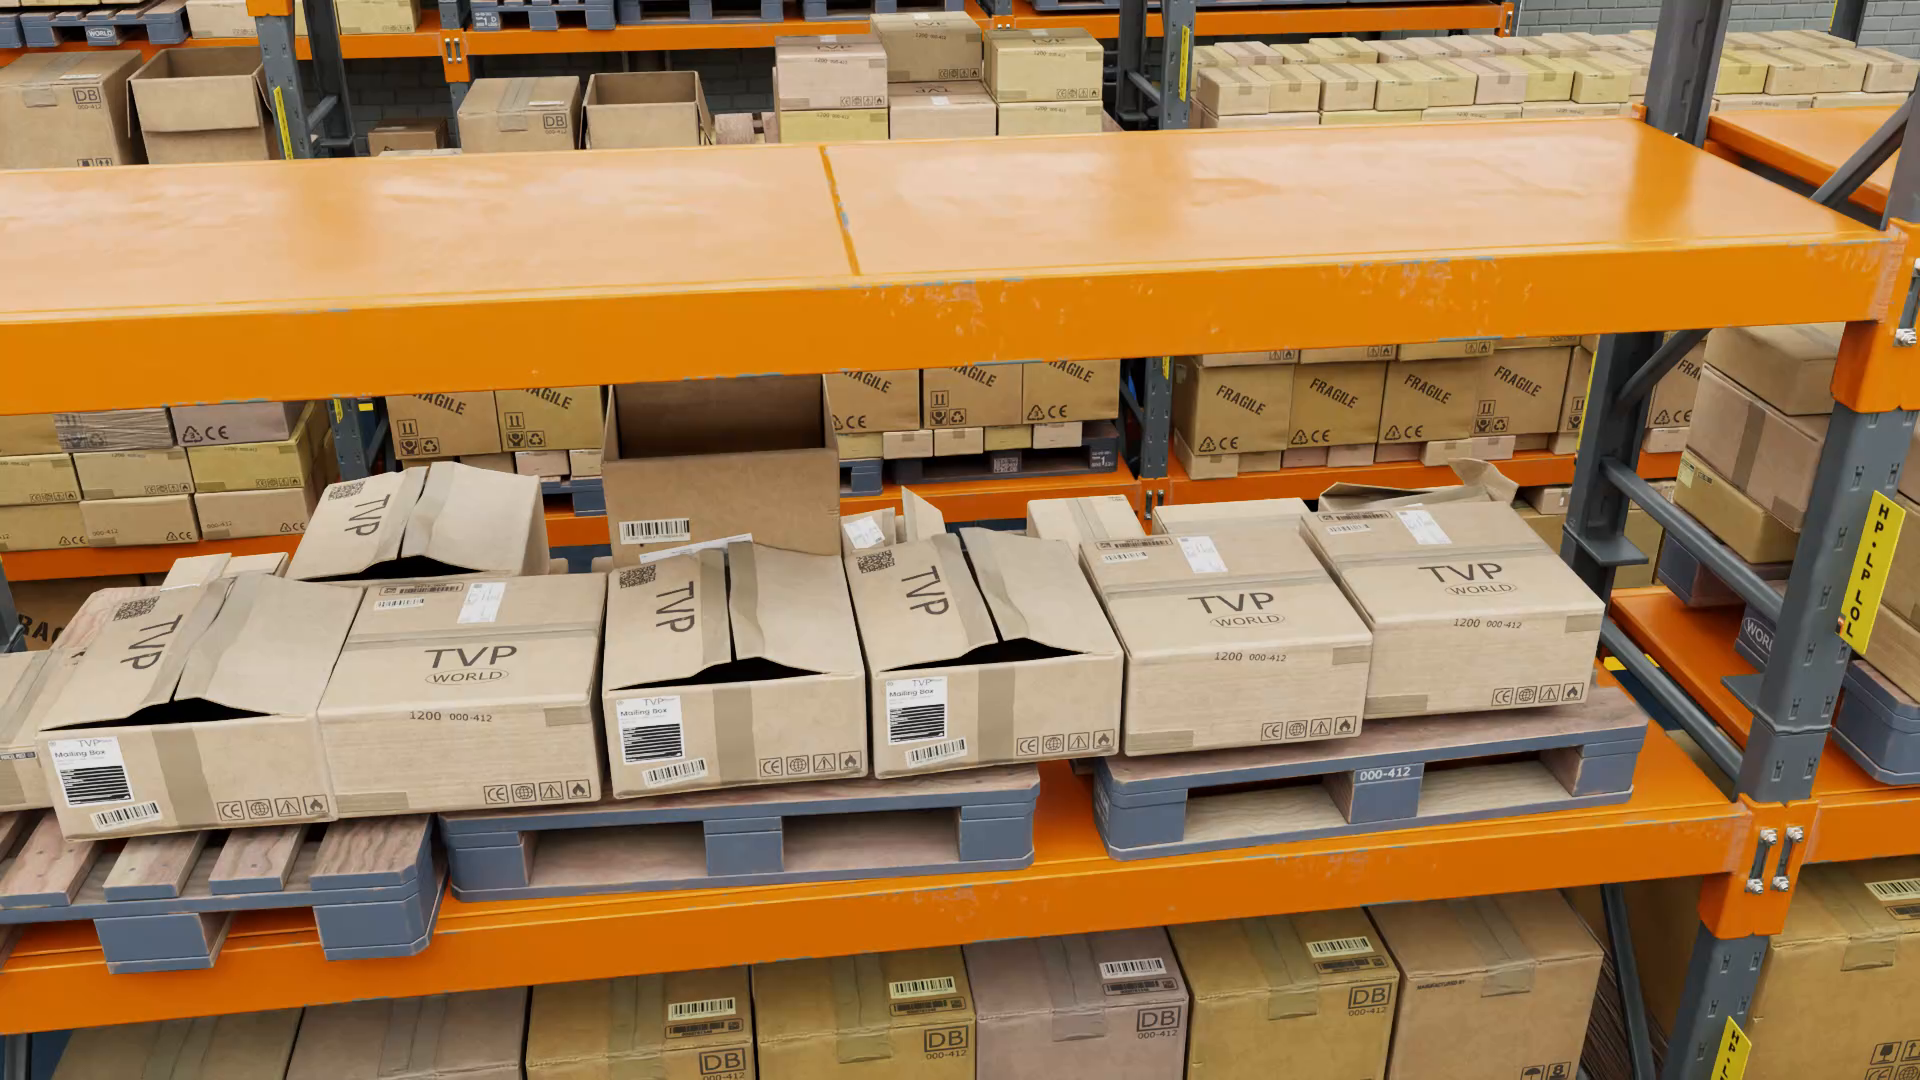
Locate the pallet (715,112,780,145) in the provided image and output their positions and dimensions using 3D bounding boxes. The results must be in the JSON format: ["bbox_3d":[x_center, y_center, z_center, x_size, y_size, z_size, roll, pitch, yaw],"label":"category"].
[{"bbox_3d":[-0.703,-1.898,8.286,1.003,0.211,1.213,-4,27,-7],"label":"pallet"}]

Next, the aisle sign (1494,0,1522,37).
[{"bbox_3d":[4.322,-4.232,13.066,0.004,0.787,0.394,-4,27,-7],"label":"aisle sign"}]

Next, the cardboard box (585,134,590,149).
[{"bbox_3d":[-2.834,-2.960,12.616,0.250,0.149,0.380,-3,27,-6],"label":"cardboard box"}]

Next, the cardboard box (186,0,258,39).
[{"bbox_3d":[-5.174,-3.756,11.865,0.500,0.250,0.500,-4,27,-7],"label":"cardboard box"}]

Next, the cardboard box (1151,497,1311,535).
[{"bbox_3d":[0.678,0.026,4.037,0.380,0.149,0.250,-4,27,-7],"label":"cardboard box"}]

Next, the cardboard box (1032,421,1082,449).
[{"bbox_3d":[0.479,-0.623,8.696,0.250,0.149,0.380,-3,27,-6],"label":"cardboard box"}]

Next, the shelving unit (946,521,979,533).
[{"bbox_3d":[0.014,-0.535,10.680,0.189,1.200,0.258,-4,27,-7],"label":"shelving unit"}]

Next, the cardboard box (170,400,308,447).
[{"bbox_3d":[-3.486,-0.789,8.000,0.500,0.500,0.500,-4,27,-9],"label":"cardboard box"}]

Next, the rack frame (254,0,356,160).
[{"bbox_3d":[-3.011,-3.120,7.176,0.127,3.000,1.000,-4,27,-7],"label":"rack frame"}]

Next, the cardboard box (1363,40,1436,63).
[{"bbox_3d":[2.263,-2.475,8.607,0.250,0.149,0.380,-4,27,-8],"label":"cardboard box"}]

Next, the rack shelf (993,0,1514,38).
[{"bbox_3d":[2.235,-4.091,13.142,4.000,0.370,1.077,-4,27,-7],"label":"rack shelf"}]

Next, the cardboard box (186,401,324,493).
[{"bbox_3d":[-3.455,-0.461,8.182,0.500,0.250,0.500,-4,27,-7],"label":"cardboard box"}]

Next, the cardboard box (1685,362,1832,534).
[{"bbox_3d":[2.192,-0.253,4.143,0.500,0.250,0.500,-4,27,-8],"label":"cardboard box"}]

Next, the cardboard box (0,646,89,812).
[{"bbox_3d":[-1.868,0.377,3.351,0.250,0.149,0.380,-5,28,-9],"label":"cardboard box"}]

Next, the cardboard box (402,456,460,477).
[{"bbox_3d":[-2.663,-0.463,8.384,0.250,0.149,0.380,-5,28,-10],"label":"cardboard box"}]

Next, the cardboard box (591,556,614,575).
[{"bbox_3d":[-1.720,0.449,9.210,0.625,0.372,0.950,-4,27,-8],"label":"cardboard box"}]

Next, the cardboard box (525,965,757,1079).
[{"bbox_3d":[-0.767,1.201,4.122,0.500,0.500,0.700,-4,27,-8],"label":"cardboard box"}]

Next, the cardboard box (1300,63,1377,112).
[{"bbox_3d":[1.824,-2.198,8.066,0.250,0.149,0.380,-5,28,-9],"label":"cardboard box"}]

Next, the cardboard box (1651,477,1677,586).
[{"bbox_3d":[4.154,-0.088,9.569,0.500,0.500,0.500,-4,27,-7],"label":"cardboard box"}]

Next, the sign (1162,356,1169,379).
[{"bbox_3d":[1.031,-0.970,8.289,0.005,0.325,0.100,-4,27,-7],"label":"sign"}]

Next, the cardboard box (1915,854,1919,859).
[{"bbox_3d":[2.638,0.883,4.598,0.550,0.550,0.875,-4,27,-7],"label":"cardboard box"}]

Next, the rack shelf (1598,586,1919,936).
[{"bbox_3d":[3.720,0.384,4.420,4.000,0.370,1.077,-4,27,-7],"label":"rack shelf"}]

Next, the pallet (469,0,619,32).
[{"bbox_3d":[-3.046,-4.029,12.440,1.003,0.211,1.213,-2,27,-5],"label":"pallet"}]

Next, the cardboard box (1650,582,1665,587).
[{"bbox_3d":[4.124,0.251,9.729,0.500,0.250,0.500,-4,27,-7],"label":"cardboard box"}]

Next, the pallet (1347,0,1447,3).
[{"bbox_3d":[3.512,-4.466,13.181,1.213,0.211,1.003,-4,27,-7],"label":"pallet"}]

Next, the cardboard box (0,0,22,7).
[{"bbox_3d":[-6.555,-3.772,11.438,0.250,0.149,0.380,-3,27,-6],"label":"cardboard box"}]

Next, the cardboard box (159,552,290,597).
[{"bbox_3d":[-1.659,0.181,3.715,0.250,0.166,0.380,-4,27,-7],"label":"cardboard box"}]

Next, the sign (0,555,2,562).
[{"bbox_3d":[-2.290,-0.071,3.866,0.005,0.325,0.100,-4,27,-7],"label":"sign"}]

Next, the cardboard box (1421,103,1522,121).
[{"bbox_3d":[2.431,-2.073,8.259,0.500,0.250,0.500,-3,27,-7],"label":"cardboard box"}]

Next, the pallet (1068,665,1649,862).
[{"bbox_3d":[0.839,0.357,3.895,1.217,0.209,0.805,-5,28,-9],"label":"pallet"}]

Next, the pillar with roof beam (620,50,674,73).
[{"bbox_3d":[-1.941,-3.908,8.712,0.400,9.000,9.100,-4,27,-7],"label":"pillar with roof beam"}]

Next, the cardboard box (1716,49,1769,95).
[{"bbox_3d":[3.848,-2.366,8.394,0.250,0.149,0.380,-4,27,-7],"label":"cardboard box"}]

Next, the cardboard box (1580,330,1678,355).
[{"bbox_3d":[3.443,-1.343,8.753,0.500,0.500,0.700,-4,27,-8],"label":"cardboard box"}]

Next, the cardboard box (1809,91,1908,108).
[{"bbox_3d":[4.442,-2.206,8.518,0.500,0.250,0.500,-4,27,-8],"label":"cardboard box"}]

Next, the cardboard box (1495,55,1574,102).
[{"bbox_3d":[2.836,-2.292,8.249,0.250,0.149,0.380,-3,27,-6],"label":"cardboard box"}]

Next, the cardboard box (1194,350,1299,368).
[{"bbox_3d":[1.416,-1.257,8.586,0.500,0.500,0.700,-4,27,-8],"label":"cardboard box"}]

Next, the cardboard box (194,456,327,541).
[{"bbox_3d":[-3.475,-0.235,8.289,0.500,0.250,0.500,-5,28,-9],"label":"cardboard box"}]

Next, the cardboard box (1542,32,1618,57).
[{"bbox_3d":[3.266,-2.575,8.801,0.250,0.149,0.380,-3,27,-6],"label":"cardboard box"}]

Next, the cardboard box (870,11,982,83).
[{"bbox_3d":[-0.176,-2.490,8.391,0.500,0.250,0.500,-4,27,-8],"label":"cardboard box"}]

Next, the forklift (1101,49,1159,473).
[{"bbox_3d":[1.068,-2.063,11.762,1.130,2.935,3.031,17,32,30],"label":"forklift"}]

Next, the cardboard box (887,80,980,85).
[{"bbox_3d":[-0.186,-2.271,8.512,0.500,0.250,0.500,-4,27,-8],"label":"cardboard box"}]

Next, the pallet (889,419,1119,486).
[{"bbox_3d":[0.173,-0.637,9.119,1.213,0.211,1.003,-4,27,-7],"label":"pallet"}]

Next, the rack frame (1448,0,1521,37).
[{"bbox_3d":[4.216,-3.204,13.910,0.127,3.000,1.000,-4,27,-7],"label":"rack frame"}]

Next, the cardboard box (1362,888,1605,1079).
[{"bbox_3d":[1.249,1.071,4.375,0.500,0.500,0.700,-4,27,-8],"label":"cardboard box"}]

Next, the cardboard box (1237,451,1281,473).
[{"bbox_3d":[1.550,-0.508,8.932,0.250,0.149,0.380,-3,27,-6],"label":"cardboard box"}]

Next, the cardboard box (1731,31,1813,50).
[{"bbox_3d":[4.283,-2.584,8.818,0.250,0.149,0.380,-4,27,-7],"label":"cardboard box"}]

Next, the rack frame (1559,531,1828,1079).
[{"bbox_3d":[1.740,1.526,4.693,0.127,3.000,1.000,-4,27,-7],"label":"rack frame"}]

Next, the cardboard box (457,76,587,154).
[{"bbox_3d":[-2.071,-1.886,7.947,0.500,0.500,0.700,-4,27,-7],"label":"cardboard box"}]

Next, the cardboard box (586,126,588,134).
[{"bbox_3d":[-2.904,-3.196,13.075,0.250,0.149,0.380,-4,27,-7],"label":"cardboard box"}]

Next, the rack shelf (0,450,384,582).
[{"bbox_3d":[-4.991,-0.004,8.462,4.000,0.370,1.077,-4,27,-7],"label":"rack shelf"}]

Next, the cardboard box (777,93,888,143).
[{"bbox_3d":[-0.615,-1.996,7.975,0.500,0.250,0.500,-3,27,-6],"label":"cardboard box"}]

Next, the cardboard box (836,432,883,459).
[{"bbox_3d":[-0.533,-0.565,8.582,0.250,0.149,0.380,-4,27,-7],"label":"cardboard box"}]

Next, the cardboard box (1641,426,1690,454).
[{"bbox_3d":[3.828,-0.625,9.159,0.250,0.149,0.380,-3,27,-6],"label":"cardboard box"}]

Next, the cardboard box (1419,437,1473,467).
[{"bbox_3d":[2.575,-0.546,9.006,0.250,0.149,0.380,-4,27,-7],"label":"cardboard box"}]

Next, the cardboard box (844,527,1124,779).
[{"bbox_3d":[0.035,0.211,3.499,0.500,0.311,0.500,-5,28,-9],"label":"cardboard box"}]

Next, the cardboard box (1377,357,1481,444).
[{"bbox_3d":[2.418,-0.853,8.893,0.500,0.500,0.500,-4,27,-8],"label":"cardboard box"}]

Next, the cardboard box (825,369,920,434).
[{"bbox_3d":[-0.478,-0.874,8.474,0.500,0.500,0.500,-3,27,-5],"label":"cardboard box"}]

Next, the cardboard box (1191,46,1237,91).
[{"bbox_3d":[1.234,-2.402,8.464,0.250,0.149,0.380,-3,27,-6],"label":"cardboard box"}]
